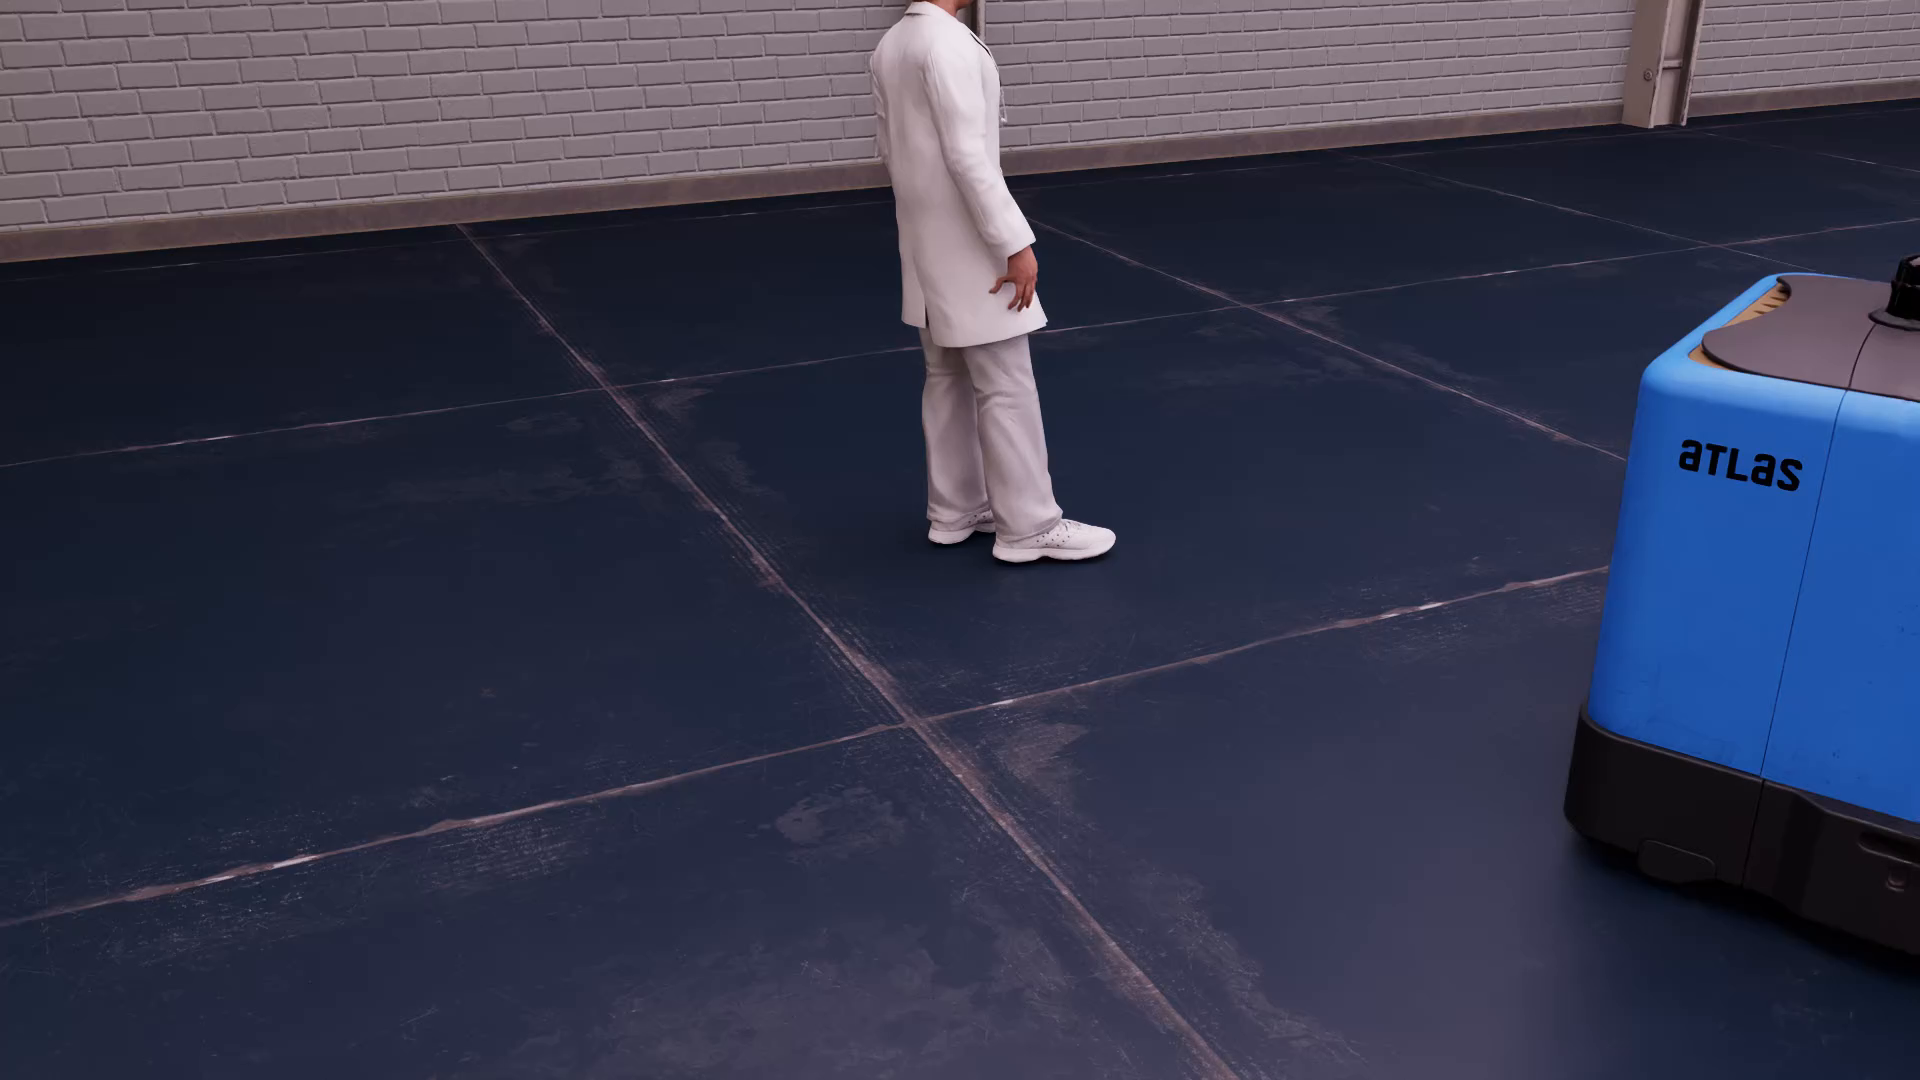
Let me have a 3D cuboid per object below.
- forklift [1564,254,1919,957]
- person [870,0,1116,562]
[{"bbox_3d":[2.758,-0.499,2.488,3.031,2.935,1.130,16,28,34],"label":"forklift"},{"bbox_3d":[0.084,-0.841,4.796,0.578,1.777,0.698,-10,25,-23],"label":"person"}]
